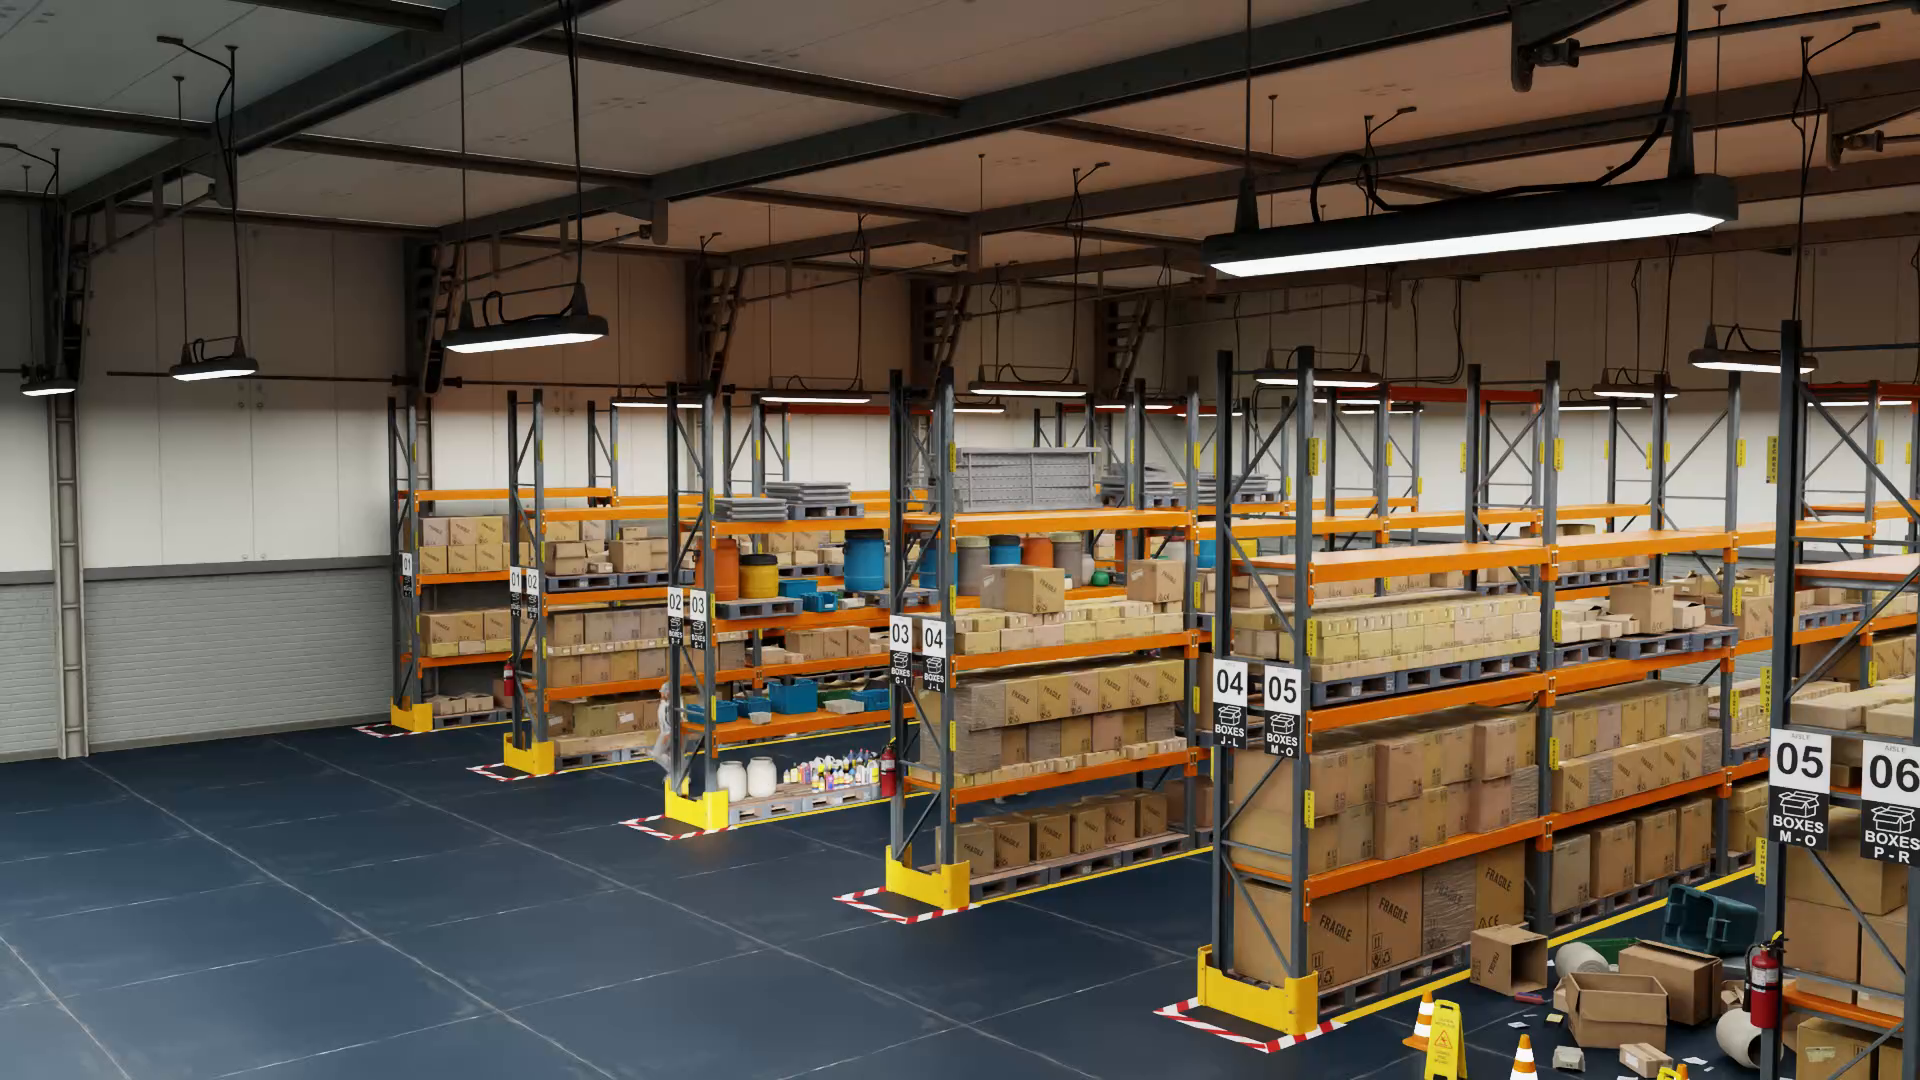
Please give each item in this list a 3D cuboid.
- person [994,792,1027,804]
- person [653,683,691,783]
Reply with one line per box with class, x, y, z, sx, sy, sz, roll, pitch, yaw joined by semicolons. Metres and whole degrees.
person;0.677;2.944;23.987;0.683;1.664;0.878;-1;3;-9
person;-4.282;2.909;24.869;0.594;1.607;0.704;3;4;41
